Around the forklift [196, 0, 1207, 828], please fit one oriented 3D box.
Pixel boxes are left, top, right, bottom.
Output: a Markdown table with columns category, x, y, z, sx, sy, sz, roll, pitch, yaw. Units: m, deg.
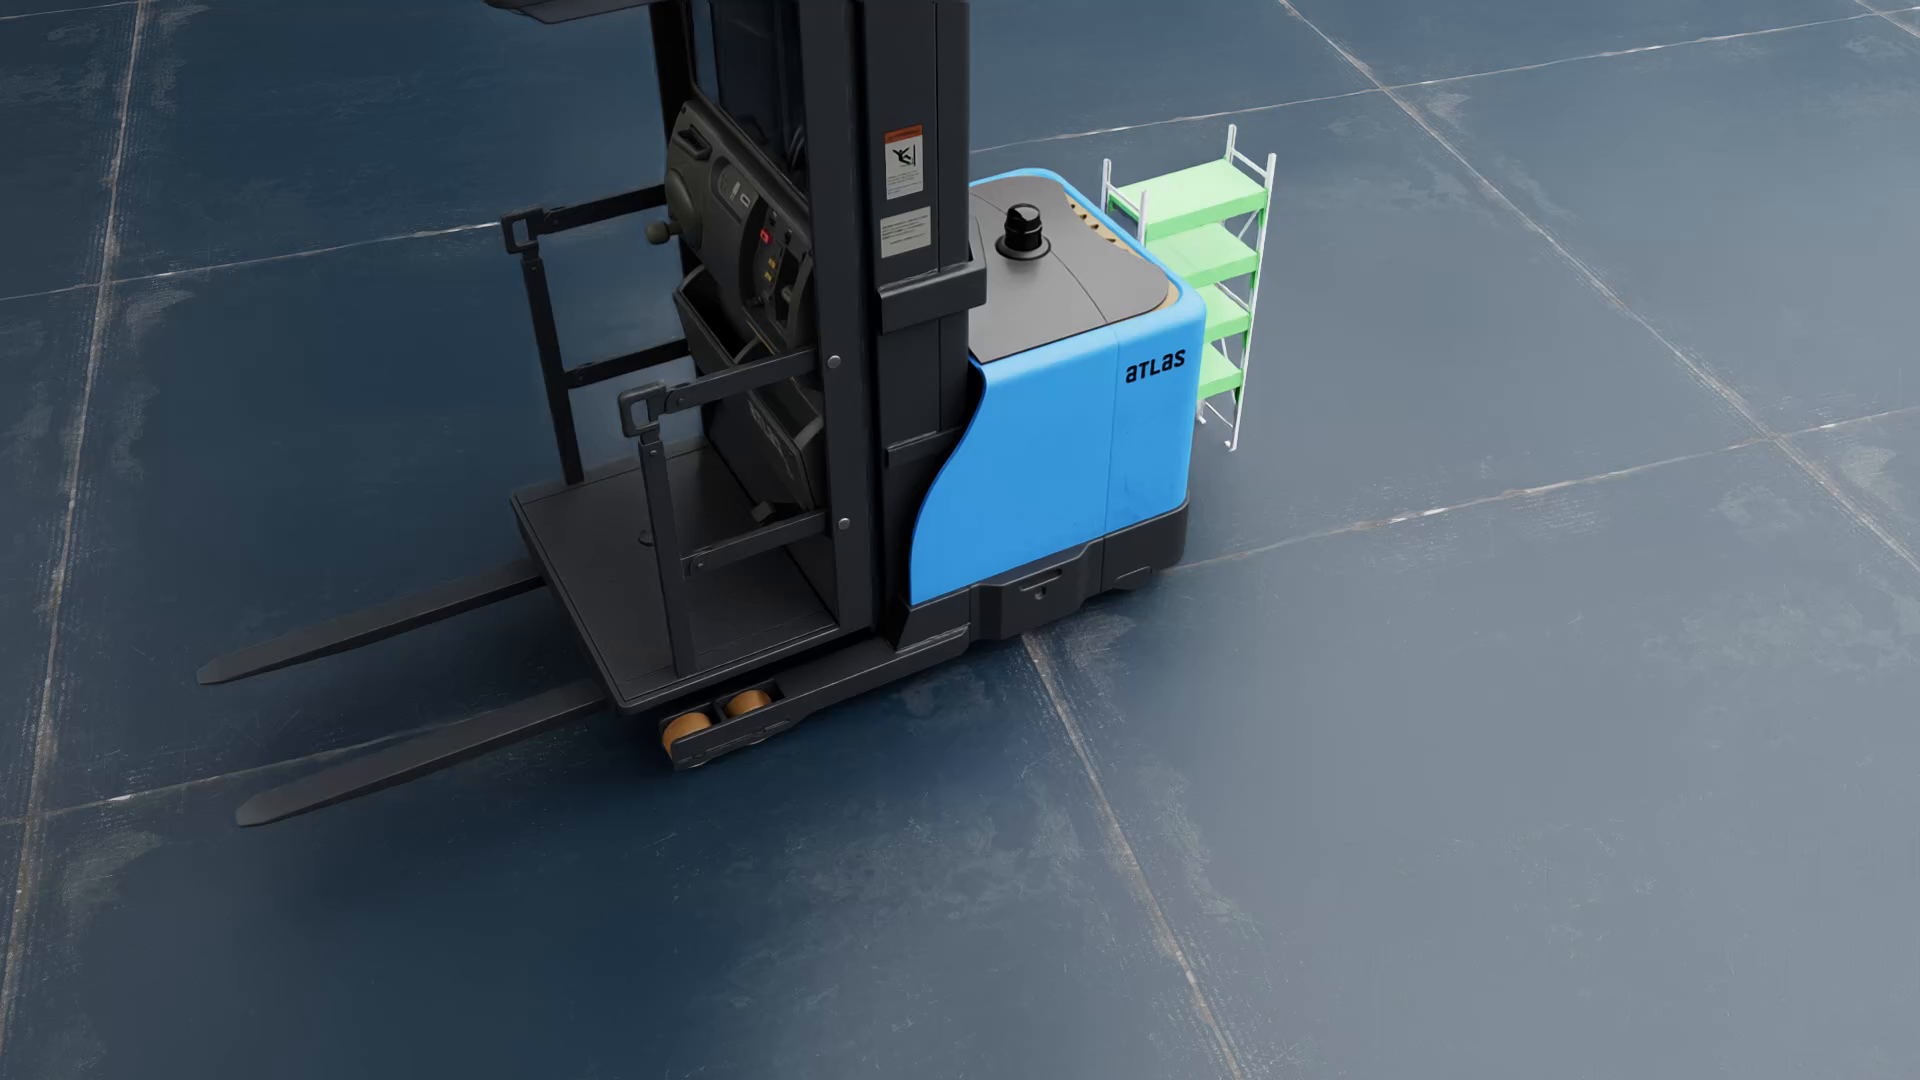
| category | x | y | z | sx | sy | sz | roll | pitch | yaw |
| --- | --- | --- | --- | --- | --- | --- | --- | --- | --- |
| forklift | -0.789 | -0.823 | 4.464 | 3.031 | 2.935 | 1.130 | -20 | 45 | -21 |

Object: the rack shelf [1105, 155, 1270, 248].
| category | x | y | z | sx | sy | sz | roll | pitch | yaw |
| --- | --- | --- | --- | --- | --- | --- | --- | --- | --- |
| rack shelf | 0.738 | -1.088 | 5.451 | 0.480 | 0.148 | 0.258 | -20 | 45 | -21 |

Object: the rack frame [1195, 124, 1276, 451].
| category | x | y | z | sx | sy | sz | roll | pitch | yaw |
| --- | --- | --- | --- | --- | --- | --- | --- | --- | --- |
| rack frame | 0.953 | -0.851 | 5.812 | 0.015 | 1.200 | 0.240 | -20 | 45 | -21 |

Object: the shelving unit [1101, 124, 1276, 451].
| category | x | y | z | sx | sy | sz | roll | pitch | yaw |
| --- | --- | --- | --- | --- | --- | --- | --- | --- | --- |
| shelving unit | 0.738 | -0.775 | 5.725 | 0.503 | 1.200 | 0.258 | -20 | 45 | -21 |

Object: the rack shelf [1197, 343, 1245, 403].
| category | x | y | z | sx | sy | sz | roll | pitch | yaw |
| --- | --- | --- | --- | --- | --- | --- | --- | --- | --- |
| rack shelf | 0.738 | -0.546 | 5.925 | 0.480 | 0.148 | 0.258 | -20 | 45 | -21 |

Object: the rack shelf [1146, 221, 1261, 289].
| category | x | y | z | sx | sy | sz | roll | pitch | yaw |
| --- | --- | --- | --- | --- | --- | --- | --- | --- | --- |
| rack shelf | 0.738 | -0.907 | 5.609 | 0.480 | 0.148 | 0.258 | -20 | 45 | -21 |

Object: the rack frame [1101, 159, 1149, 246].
| category | x | y | z | sx | sy | sz | roll | pitch | yaw |
| --- | --- | --- | --- | --- | --- | --- | --- | --- | --- |
| rack frame | 0.524 | -0.698 | 5.637 | 0.015 | 1.200 | 0.240 | -20 | 45 | -21 |

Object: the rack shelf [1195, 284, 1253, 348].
| category | x | y | z | sx | sy | sz | roll | pitch | yaw |
| --- | --- | --- | --- | --- | --- | --- | --- | --- | --- |
| rack shelf | 0.738 | -0.726 | 5.767 | 0.480 | 0.148 | 0.258 | -20 | 45 | -21 |
